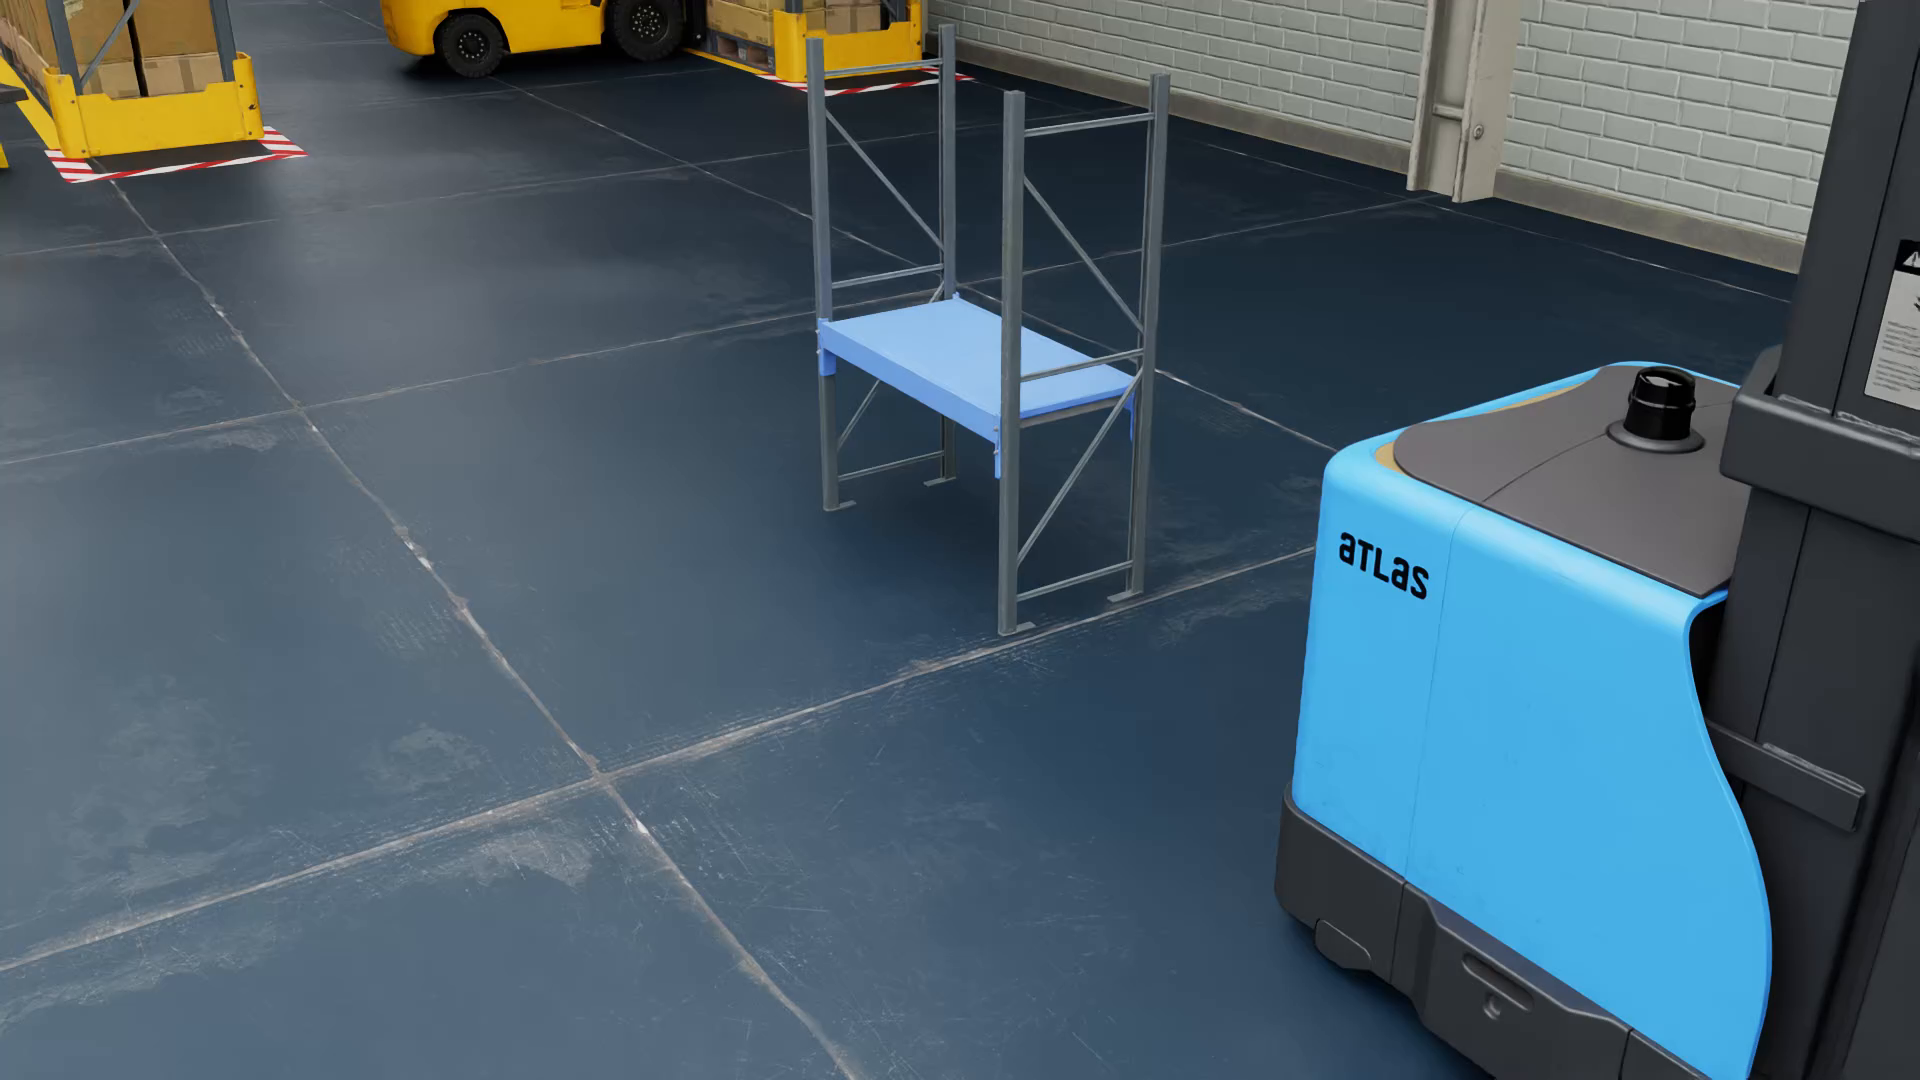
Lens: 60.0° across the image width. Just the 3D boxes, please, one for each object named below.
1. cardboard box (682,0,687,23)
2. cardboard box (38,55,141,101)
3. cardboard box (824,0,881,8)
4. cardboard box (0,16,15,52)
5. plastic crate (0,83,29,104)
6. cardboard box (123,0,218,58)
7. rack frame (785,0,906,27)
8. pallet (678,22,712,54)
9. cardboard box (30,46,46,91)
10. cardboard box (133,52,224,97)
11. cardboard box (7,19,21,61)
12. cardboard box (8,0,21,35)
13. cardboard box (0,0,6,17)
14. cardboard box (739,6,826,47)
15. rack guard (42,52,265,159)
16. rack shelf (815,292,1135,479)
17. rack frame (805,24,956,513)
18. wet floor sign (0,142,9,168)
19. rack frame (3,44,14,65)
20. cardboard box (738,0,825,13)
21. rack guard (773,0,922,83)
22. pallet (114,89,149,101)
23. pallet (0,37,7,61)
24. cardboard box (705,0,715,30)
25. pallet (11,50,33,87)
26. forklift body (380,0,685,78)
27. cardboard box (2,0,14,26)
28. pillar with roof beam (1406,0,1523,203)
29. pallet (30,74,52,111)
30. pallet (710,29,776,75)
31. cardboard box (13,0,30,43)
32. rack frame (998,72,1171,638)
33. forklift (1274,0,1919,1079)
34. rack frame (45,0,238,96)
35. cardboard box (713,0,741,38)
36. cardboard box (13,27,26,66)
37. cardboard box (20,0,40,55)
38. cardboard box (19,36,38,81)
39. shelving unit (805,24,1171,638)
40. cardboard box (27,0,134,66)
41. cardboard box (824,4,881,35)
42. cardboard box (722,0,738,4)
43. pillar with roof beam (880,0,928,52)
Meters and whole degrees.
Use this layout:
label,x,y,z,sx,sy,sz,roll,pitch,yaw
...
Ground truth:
label,x,y,z,sx,sy,sz,roll,pitch,yaw
cardboard box,-2.223,-4.596,14.201,0.500,0.250,0.500,-15,29,-28
cardboard box,-5.707,-3.037,10.898,0.500,0.250,0.500,-16,29,-30
cardboard box,-0.953,-4.402,13.205,0.500,0.250,0.500,-15,29,-29
cardboard box,-7.115,-3.958,12.851,0.500,0.250,0.500,-17,30,-32
plastic crate,-7.041,-3.213,11.962,0.583,0.080,0.402,18,31,33
cardboard box,-5.250,-3.502,11.006,0.500,0.500,0.500,-17,30,-31
rack frame,-0.871,-5.013,12.356,1.000,3.000,0.127,-16,29,-30
pallet,-1.985,-4.452,14.433,1.003,0.211,1.213,-16,29,-30
cardboard box,-5.970,-3.215,11.276,0.500,0.250,0.500,-15,29,-29
cardboard box,-5.236,-3.155,11.148,0.500,0.250,0.500,-16,30,-30
cardboard box,-6.814,-3.770,12.452,0.500,0.250,0.500,-14,29,-27
cardboard box,-6.531,-3.923,11.897,0.500,0.500,0.500,-14,29,-27
cardboard box,-7.115,-4.298,12.690,0.500,0.500,0.500,-14,29,-27
cardboard box,-1.392,-4.054,13.053,0.500,0.250,0.500,-15,29,-29
rack guard,-5.069,-2.752,10.494,1.175,0.500,0.348,-16,29,-30
rack shelf,0.047,-0.485,4.942,0.538,0.185,1.000,-16,29,-30
rack frame,-0.231,-0.830,5.250,0.500,1.500,0.032,-16,29,-30
wet floor sign,-5.820,-2.473,9.733,0.267,0.644,0.232,-6,26,-12
rack frame,-7.211,-5.286,12.934,1.000,3.000,0.127,-16,29,-30
cardboard box,-1.398,-4.287,12.961,0.500,0.250,0.500,-16,30,-30
rack guard,-0.858,-3.874,12.871,1.175,0.500,0.348,-16,29,-30
pallet,-5.483,-2.920,11.189,1.003,0.211,1.213,-16,29,-30
pallet,-7.637,-4.303,14.118,1.003,0.211,1.213,-16,29,-30
cardboard box,-1.921,-4.415,13.818,0.500,0.250,0.500,-15,29,-29
pallet,-6.815,-3.793,13.037,1.003,0.211,1.213,-16,29,-30
forklift body,-3.434,-4.883,13.073,2.313,2.155,1.214,-16,29,-30
cardboard box,-6.813,-4.109,12.291,0.500,0.500,0.500,-14,29,-28
pillar with roof beam,-0.827,-5.036,5.377,9.100,9.000,0.400,-16,29,-30
pallet,-6.145,-3.356,12.112,1.003,0.211,1.213,-16,29,-30
pallet,-1.323,-4.016,13.510,1.003,0.211,1.213,-16,29,-30
cardboard box,-6.241,-3.735,11.498,0.500,0.500,0.500,-16,30,-31
rack frame,0.324,-0.466,4.480,0.500,1.500,0.032,-16,29,-30
forklift,1.918,-0.124,2.080,1.130,2.935,3.031,-17,30,-31
rack frame,-5.027,-3.855,9.903,1.000,3.000,0.127,-16,29,-30
cardboard box,-1.655,-4.234,13.435,0.500,0.250,0.500,-16,29,-30
cardboard box,-6.523,-3.581,12.051,0.500,0.250,0.500,-16,30,-30
cardboard box,-5.971,-3.552,11.112,0.500,0.500,0.500,-14,29,-28
cardboard box,-6.261,-3.401,11.670,0.500,0.250,0.500,-17,30,-31
shelving unit,0.047,-0.648,4.865,0.538,1.500,1.048,-16,29,-30
cardboard box,-5.683,-3.367,10.718,0.500,0.500,0.500,-15,29,-29
cardboard box,-0.975,-4.181,13.322,0.500,0.250,0.500,-15,29,-29
cardboard box,-1.663,-4.469,13.346,0.500,0.250,0.500,-16,30,-30
pillar with roof beam,-4.103,-7.182,9.923,9.100,9.000,0.400,-16,29,-30
